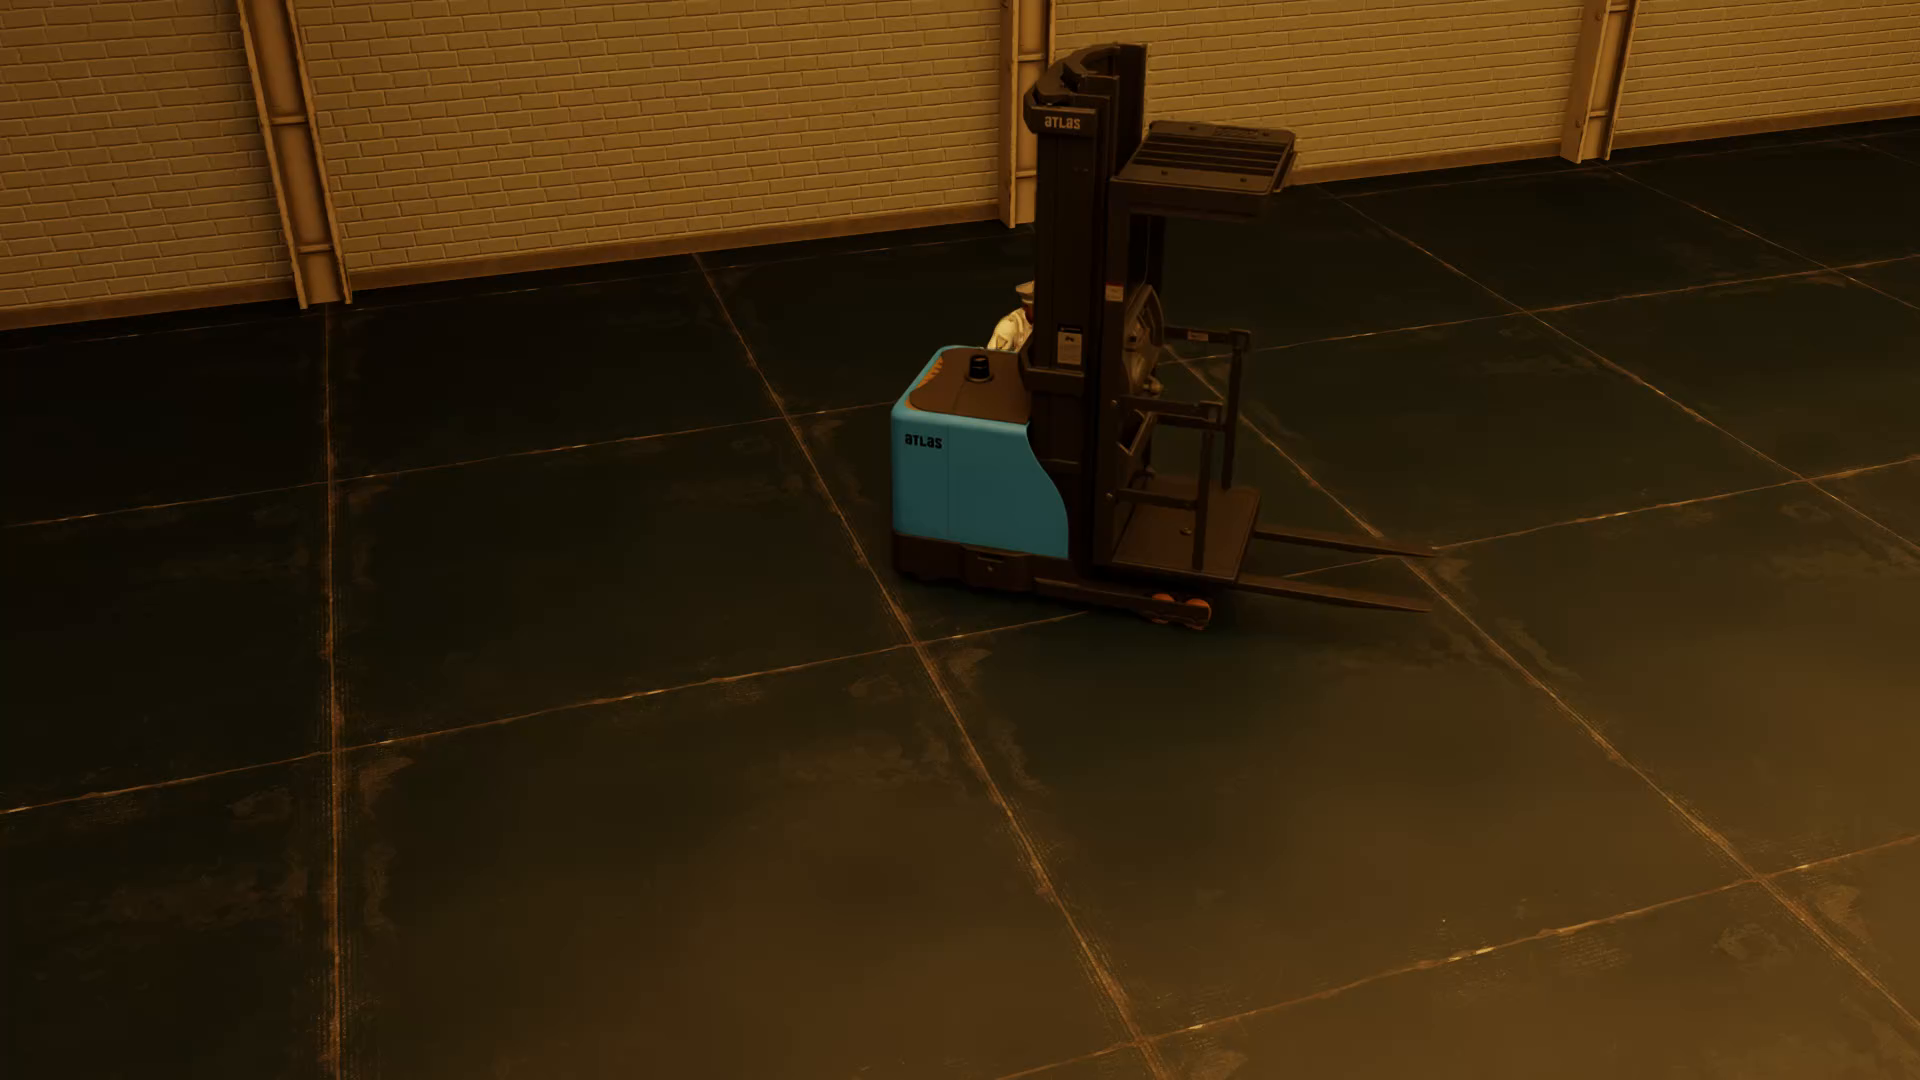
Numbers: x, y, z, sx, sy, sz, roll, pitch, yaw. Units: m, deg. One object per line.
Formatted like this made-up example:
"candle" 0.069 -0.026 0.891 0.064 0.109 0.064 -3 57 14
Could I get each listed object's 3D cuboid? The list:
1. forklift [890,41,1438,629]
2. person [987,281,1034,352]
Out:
"forklift" 1.177 -1.074 8.954 3.031 2.935 1.130 9 31 15
"person" 0.492 -0.814 10.087 0.720 1.471 0.832 -13 32 -21
